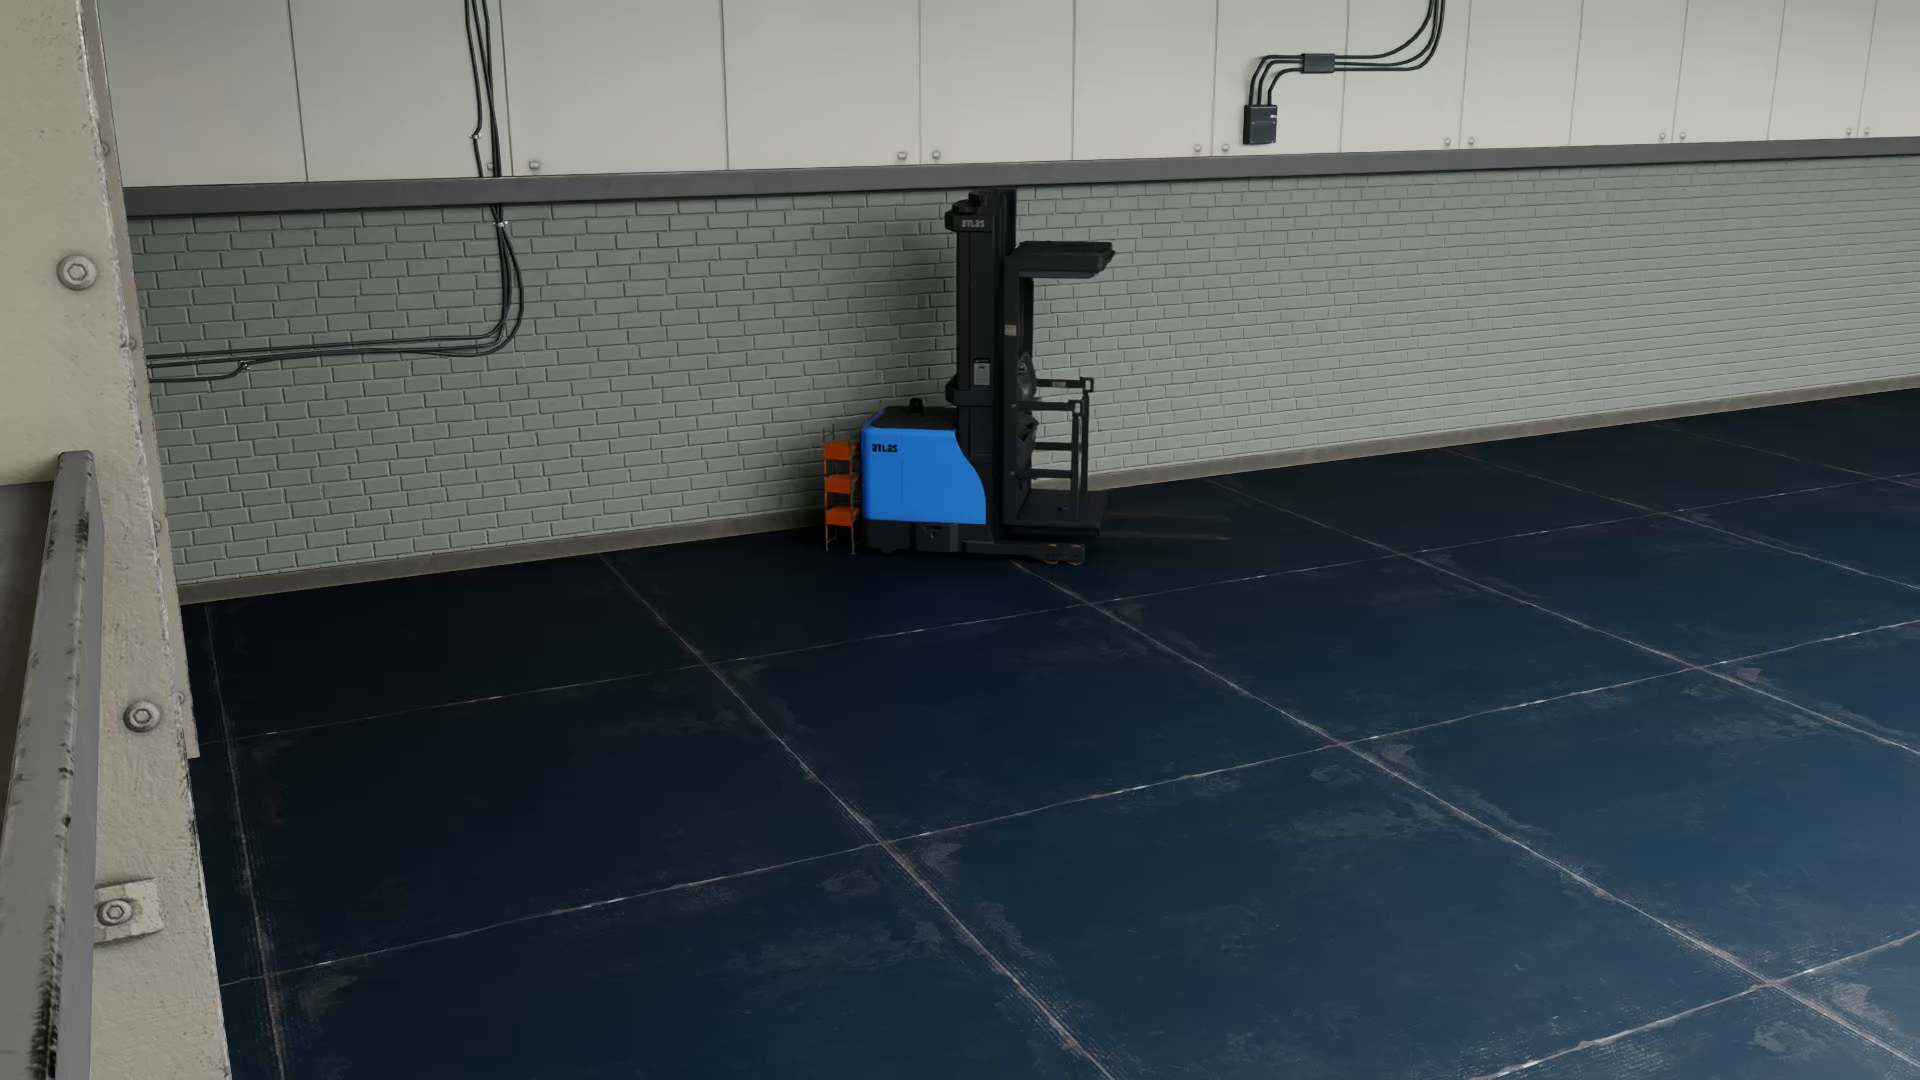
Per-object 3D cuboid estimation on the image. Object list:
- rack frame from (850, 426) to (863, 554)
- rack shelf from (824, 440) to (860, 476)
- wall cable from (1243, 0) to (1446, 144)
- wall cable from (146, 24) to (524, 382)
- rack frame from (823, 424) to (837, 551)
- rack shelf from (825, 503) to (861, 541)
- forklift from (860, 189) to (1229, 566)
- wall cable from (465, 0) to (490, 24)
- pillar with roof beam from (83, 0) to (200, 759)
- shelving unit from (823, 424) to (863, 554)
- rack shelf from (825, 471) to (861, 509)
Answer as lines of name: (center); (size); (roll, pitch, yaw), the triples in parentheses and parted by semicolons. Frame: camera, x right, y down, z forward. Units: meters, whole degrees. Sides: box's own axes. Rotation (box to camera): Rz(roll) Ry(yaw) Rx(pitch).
rack frame: (-0.857, -0.412, 13.783); (0.008, 1.050, 0.200); (6, 17, 21)
rack shelf: (-0.970, -0.687, 13.751); (0.240, 0.259, 0.215); (6, 17, 21)
wall cable: (3.733, -6.747, 15.284); (2.305, 6.003, 0.169); (-8, 18, -25)
wall cable: (-4.808, -2.477, 12.197); (3.097, 2.526, 0.112); (-8, 18, -25)
rack frame: (-1.083, -0.437, 13.870); (0.008, 1.050, 0.200); (6, 17, 21)
rack shelf: (-0.970, -0.147, 13.906); (0.240, 0.259, 0.215); (6, 17, 21)
forklift: (0.736, -1.358, 13.669); (3.031, 2.935, 1.130); (2, 16, 9)
wall cable: (-2.376, -5.231, 12.640); (3.097, 2.526, 0.112); (-8, 18, -25)
pillar with roof beam: (-0.836, -3.599, 10.479); (9.100, 9.000, 0.400); (-8, 18, -25)
shelving unit: (-0.970, -0.424, 13.826); (0.252, 1.050, 0.215); (6, 17, 21)
rack shelf: (-0.970, -0.414, 13.829); (0.240, 0.259, 0.215); (6, 17, 21)
